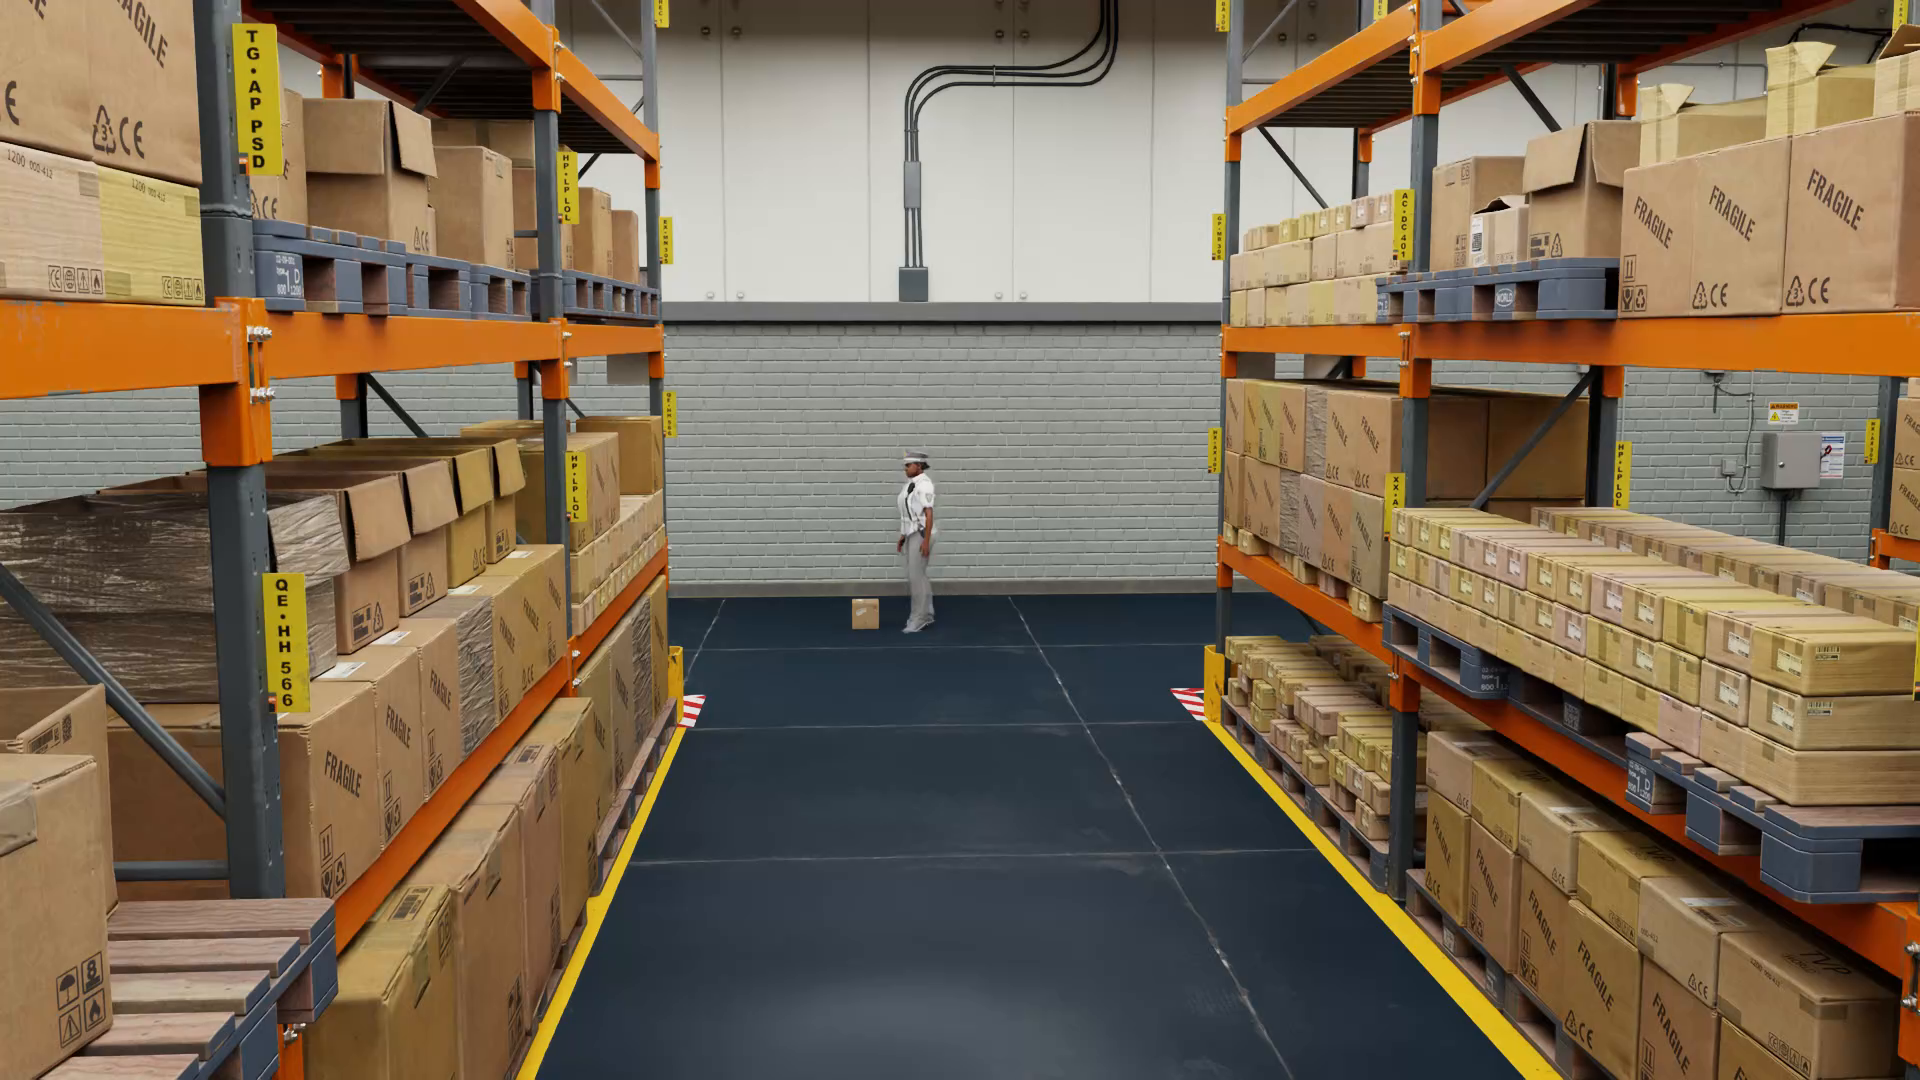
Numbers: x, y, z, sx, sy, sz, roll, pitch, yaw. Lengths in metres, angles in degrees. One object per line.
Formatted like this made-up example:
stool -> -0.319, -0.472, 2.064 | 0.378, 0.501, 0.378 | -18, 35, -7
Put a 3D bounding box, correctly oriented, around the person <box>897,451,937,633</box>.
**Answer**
person -> -0.428, 0.017, 15.677 | 0.416, 1.723, 0.467 | -3, 7, -21
